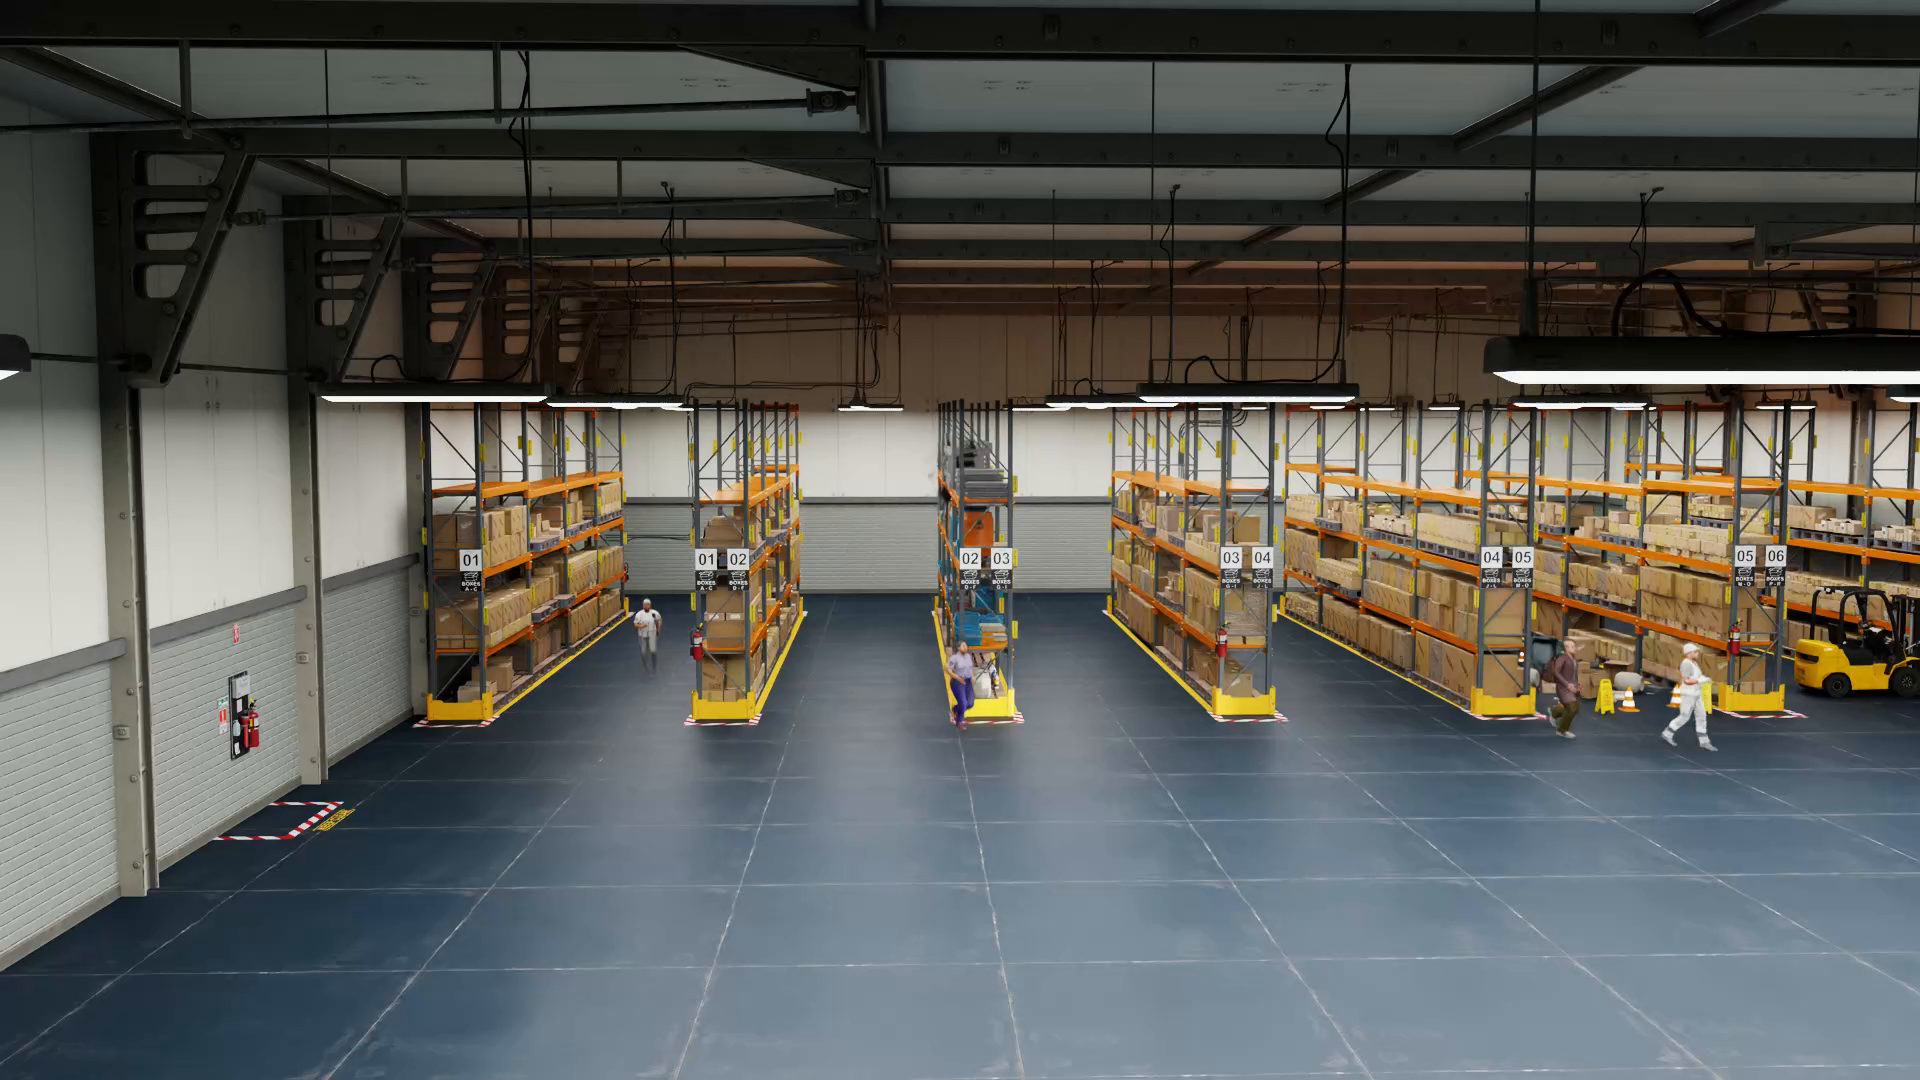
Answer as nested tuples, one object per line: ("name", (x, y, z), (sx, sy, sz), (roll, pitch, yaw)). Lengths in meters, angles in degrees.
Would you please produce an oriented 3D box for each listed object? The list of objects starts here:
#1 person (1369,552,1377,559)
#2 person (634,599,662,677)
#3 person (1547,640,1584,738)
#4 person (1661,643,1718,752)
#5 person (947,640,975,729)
("person", (12.217, 1.161, 49.133), (0.746, 1.615, 0.591), (1, 4, 8))
("person", (-6.822, 2.143, 36.343), (0.595, 1.715, 0.713), (-1, 4, -9))
("person", (10.703, 2.631, 29.500), (0.694, 1.727, 0.673), (-4, 6, -44))
("person", (12.399, 2.656, 28.212), (0.901, 1.804, 0.645), (4, 6, 41))
("person", (0.007, 2.630, 30.335), (0.637, 1.597, 0.591), (-4, 6, -42))
